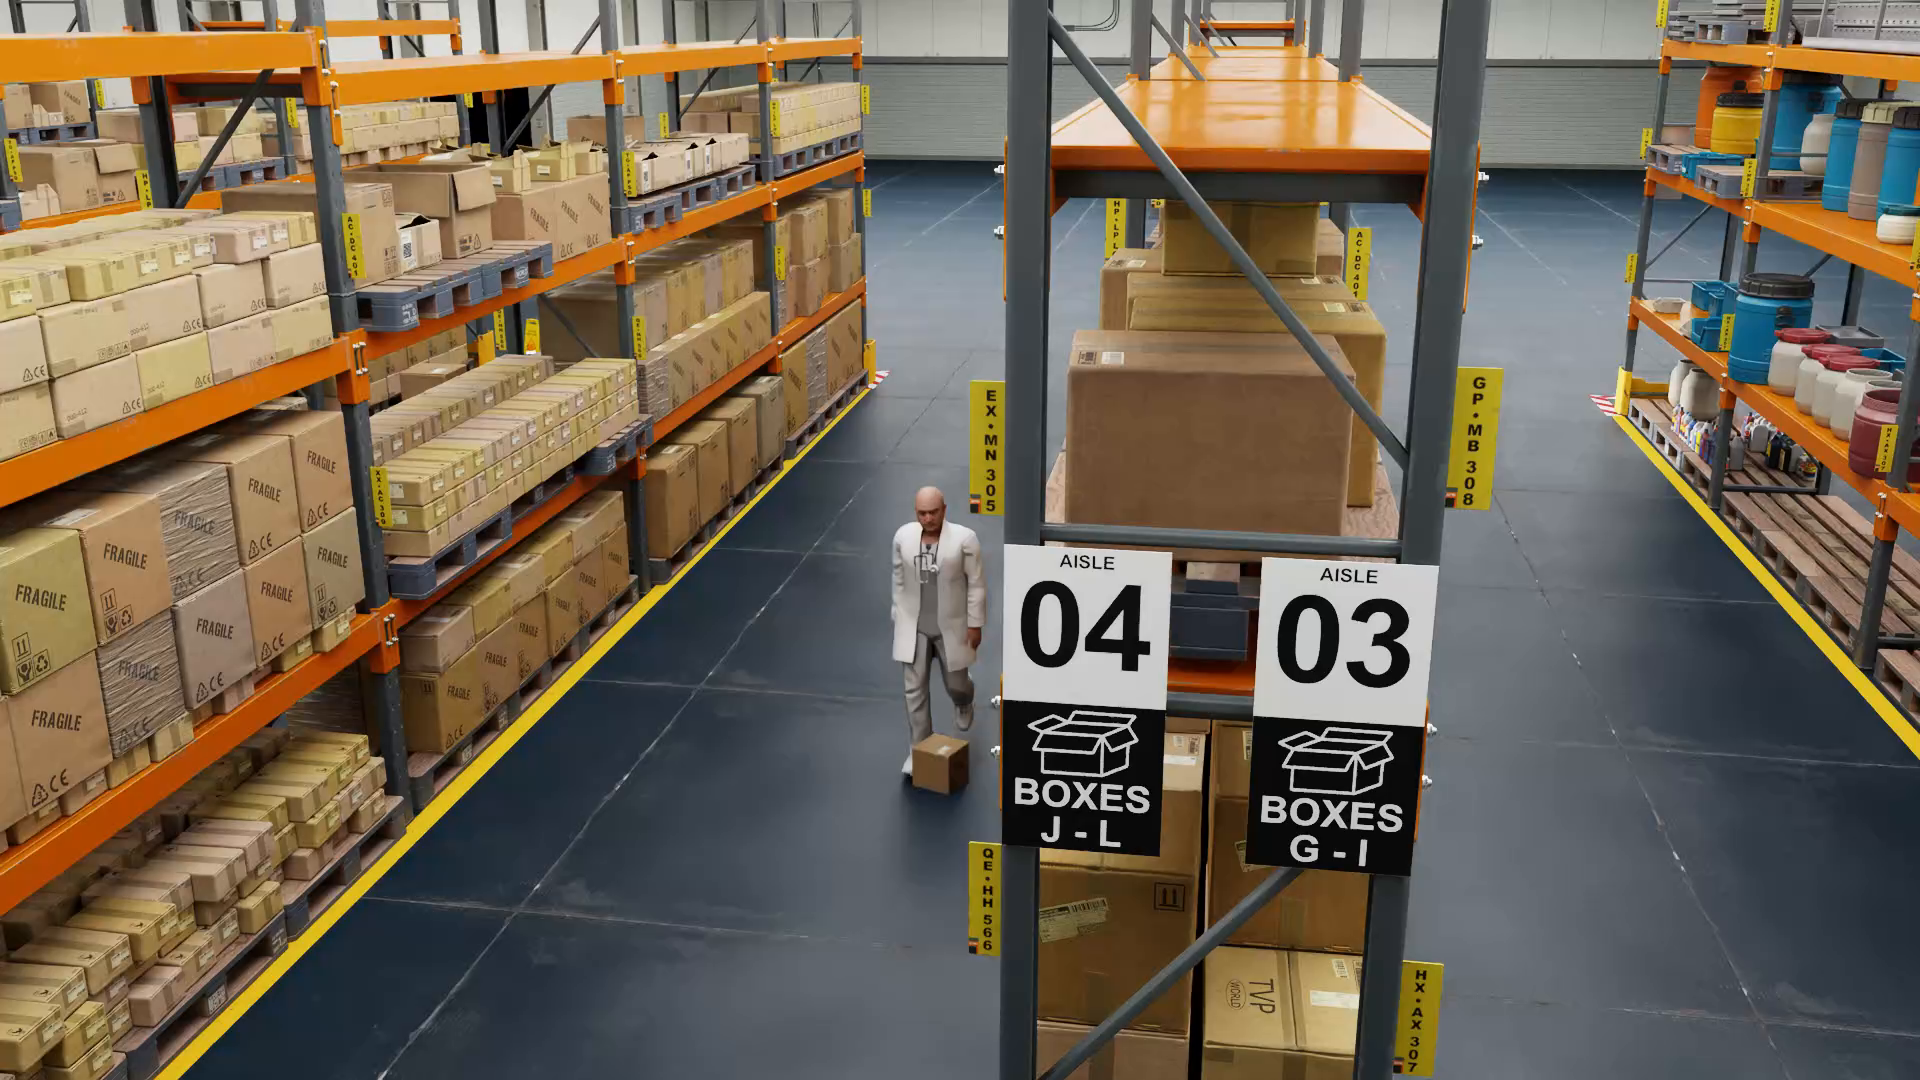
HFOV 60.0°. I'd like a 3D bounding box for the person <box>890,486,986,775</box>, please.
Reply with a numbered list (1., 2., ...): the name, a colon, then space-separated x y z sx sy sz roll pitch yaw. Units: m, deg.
1. person: -0.120 0.483 10.031 0.590 1.752 0.879 4 18 11
